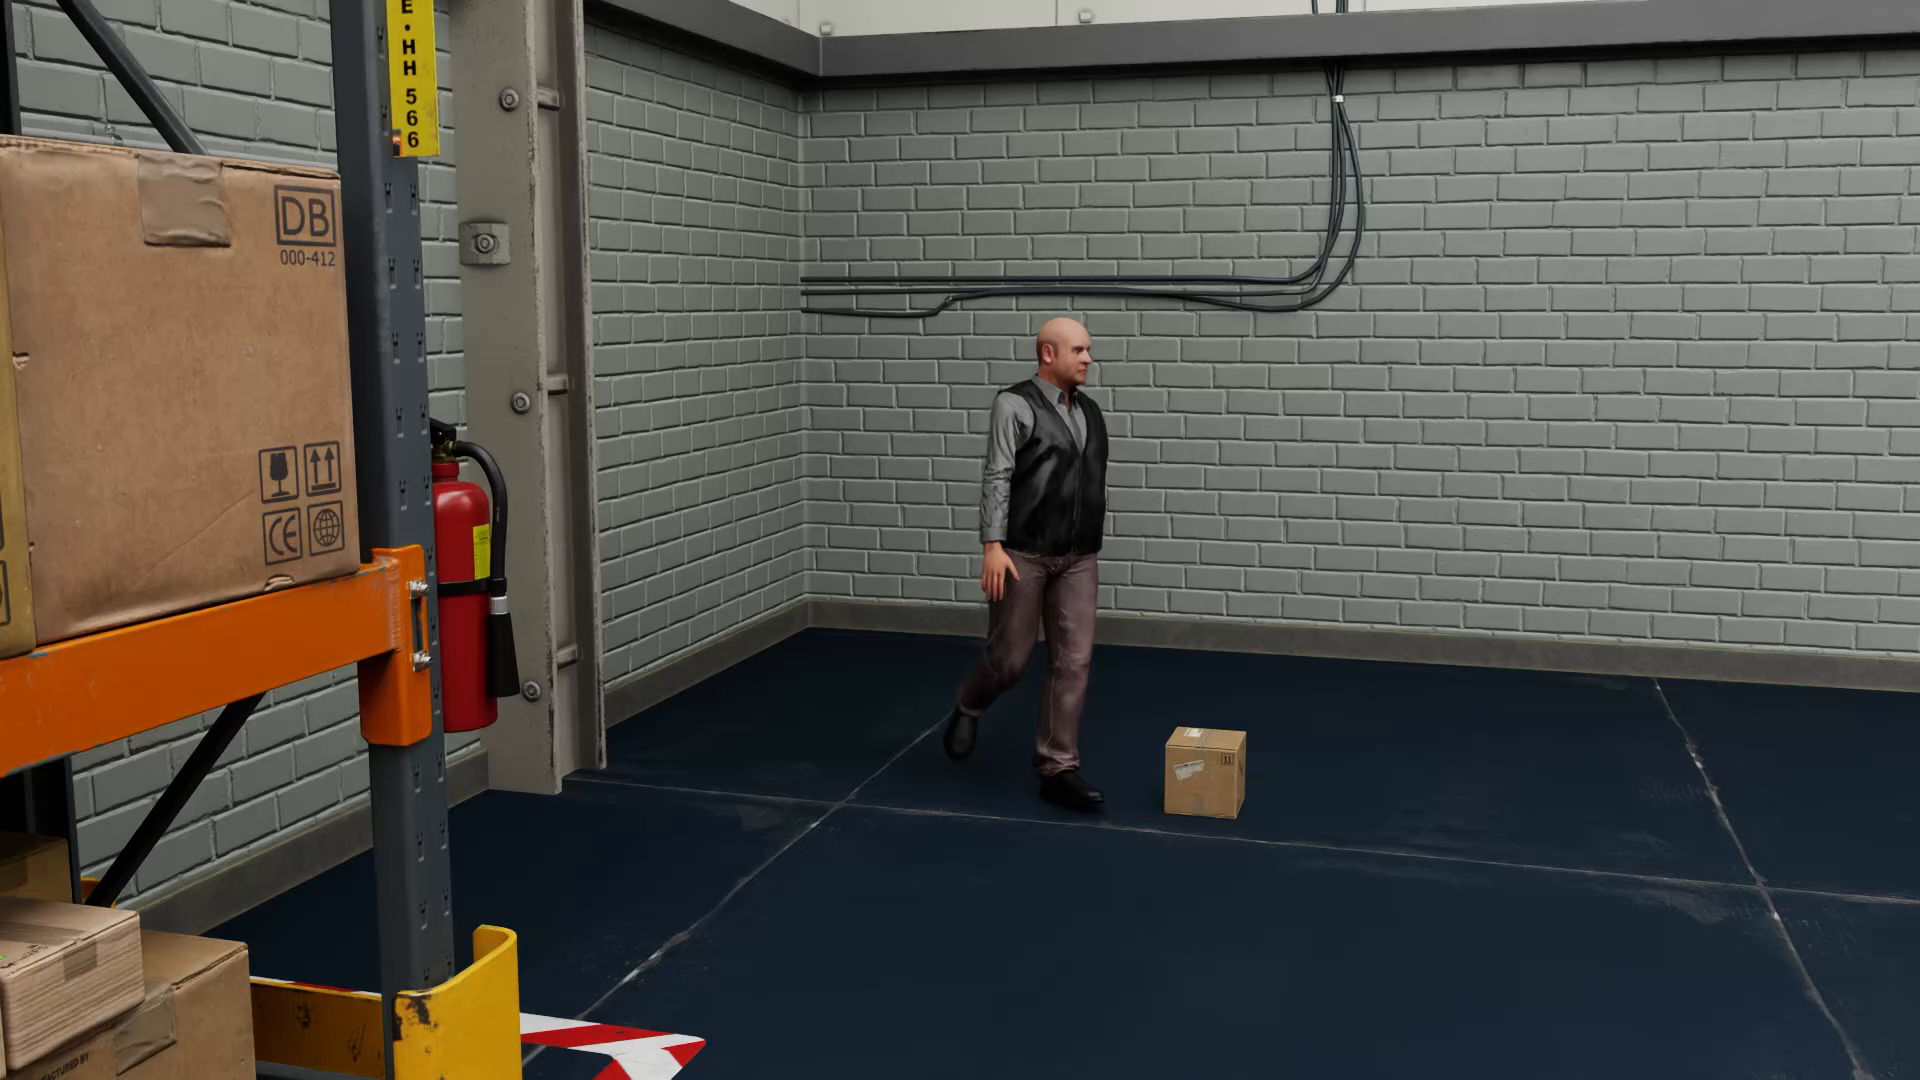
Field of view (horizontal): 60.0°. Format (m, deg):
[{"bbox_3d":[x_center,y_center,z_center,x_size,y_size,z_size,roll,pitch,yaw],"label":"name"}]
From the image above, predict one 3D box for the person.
[{"bbox_3d":[0.272,0.057,6.022,0.603,1.712,0.811,-5,10,-33],"label":"person"}]
